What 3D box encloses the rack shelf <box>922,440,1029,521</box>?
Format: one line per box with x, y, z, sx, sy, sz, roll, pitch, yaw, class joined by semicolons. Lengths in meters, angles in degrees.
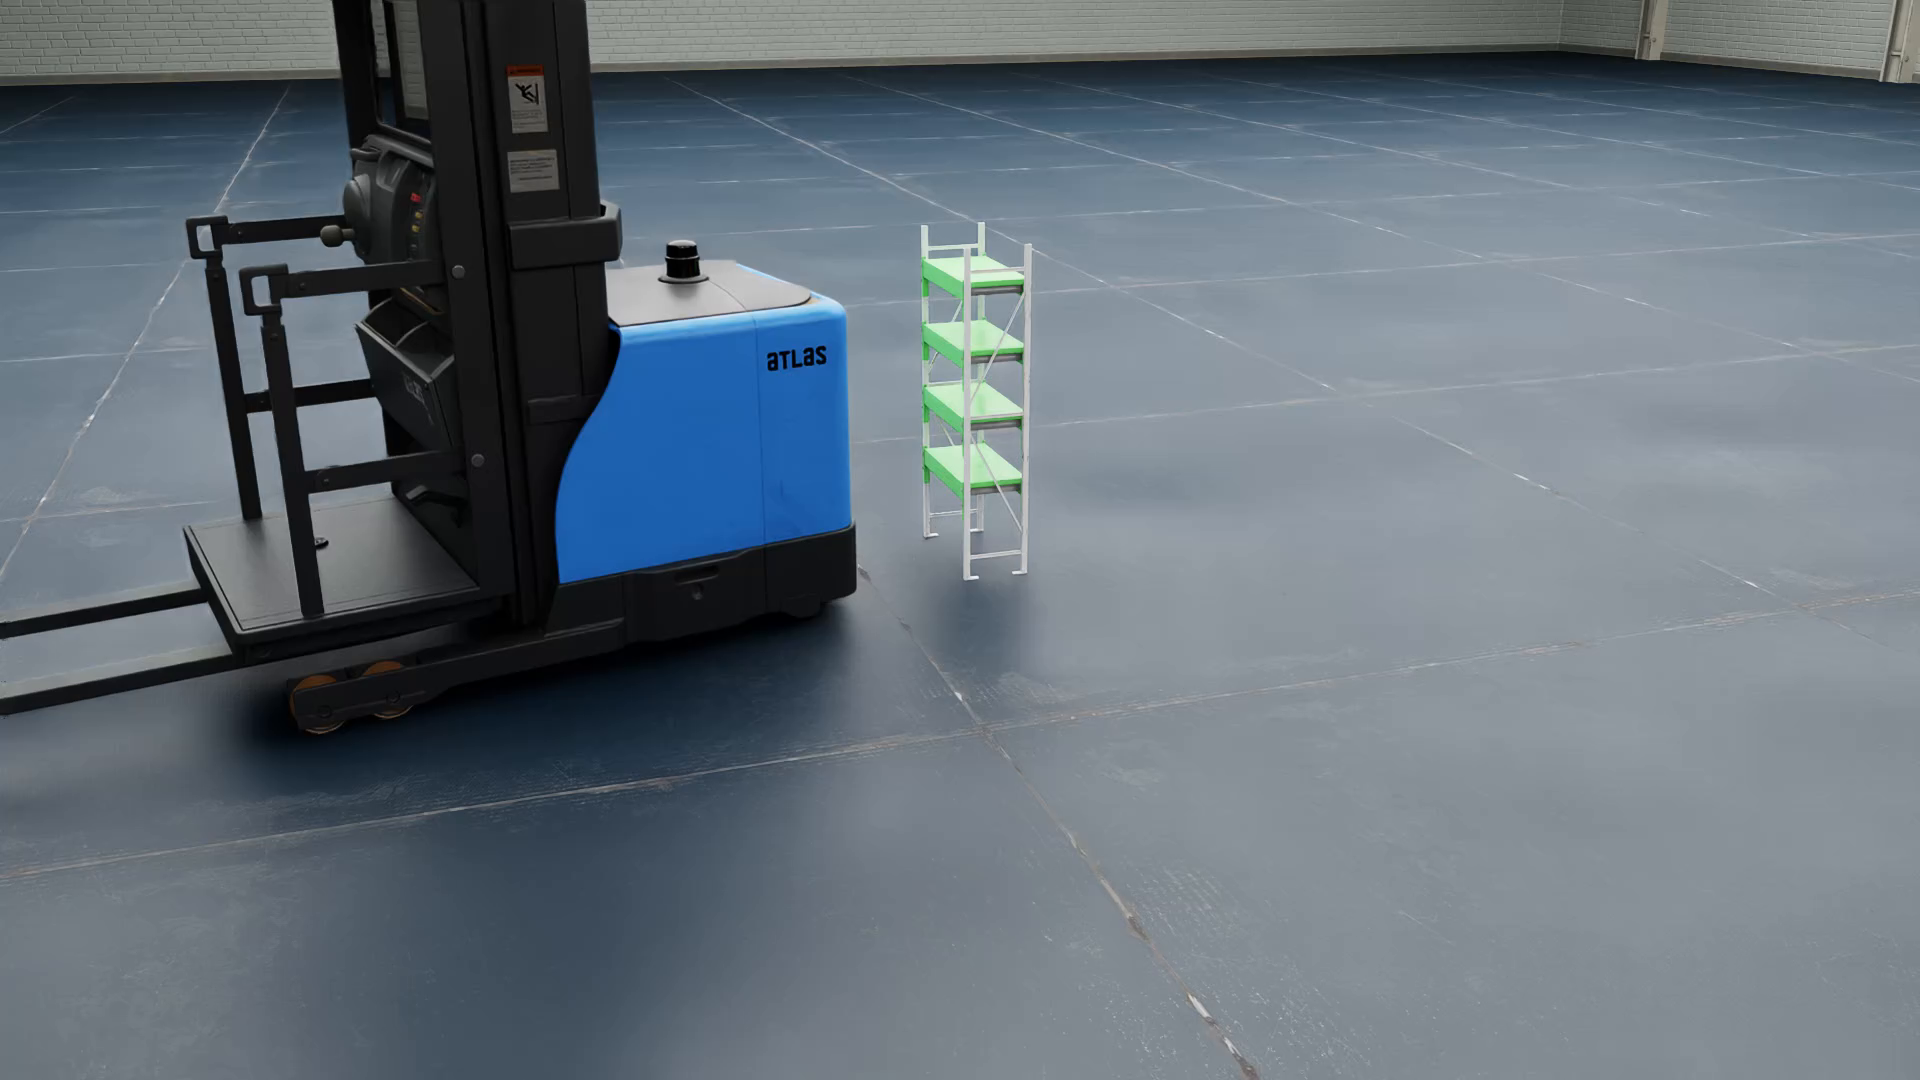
0.052;-0.226;6.169;0.258;0.148;0.480;-6;21;-17;rack shelf

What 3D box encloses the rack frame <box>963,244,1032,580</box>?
0.129;-0.433;5.848;0.240;1.200;0.015;-6;21;-17;rack frame

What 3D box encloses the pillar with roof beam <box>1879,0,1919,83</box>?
11.392;-11.354;24.714;9.100;9.000;0.400;-6;21;-17;pillar with roof beam

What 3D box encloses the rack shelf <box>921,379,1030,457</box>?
0.052;-0.451;6.087;0.258;0.148;0.480;-6;21;-17;rack shelf

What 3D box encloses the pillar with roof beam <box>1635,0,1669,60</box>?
9.507;-13.279;30.074;9.100;9.000;0.400;-6;21;-17;pillar with roof beam

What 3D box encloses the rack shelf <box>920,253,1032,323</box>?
0.052;-0.903;5.925;0.258;0.148;0.480;-6;21;-17;rack shelf

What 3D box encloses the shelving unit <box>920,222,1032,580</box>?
0.052;-0.512;6.066;0.258;1.200;0.503;-6;21;-17;shelving unit

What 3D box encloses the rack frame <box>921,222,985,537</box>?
-0.025;-0.590;6.284;0.240;1.200;0.015;-6;21;-17;rack frame

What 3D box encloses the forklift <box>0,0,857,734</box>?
-1.883;-1.019;4.917;3.031;2.935;1.130;-12;23;-29;forklift

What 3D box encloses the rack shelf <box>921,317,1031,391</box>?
0.052;-0.677;6.006;0.258;0.148;0.480;-6;21;-17;rack shelf
